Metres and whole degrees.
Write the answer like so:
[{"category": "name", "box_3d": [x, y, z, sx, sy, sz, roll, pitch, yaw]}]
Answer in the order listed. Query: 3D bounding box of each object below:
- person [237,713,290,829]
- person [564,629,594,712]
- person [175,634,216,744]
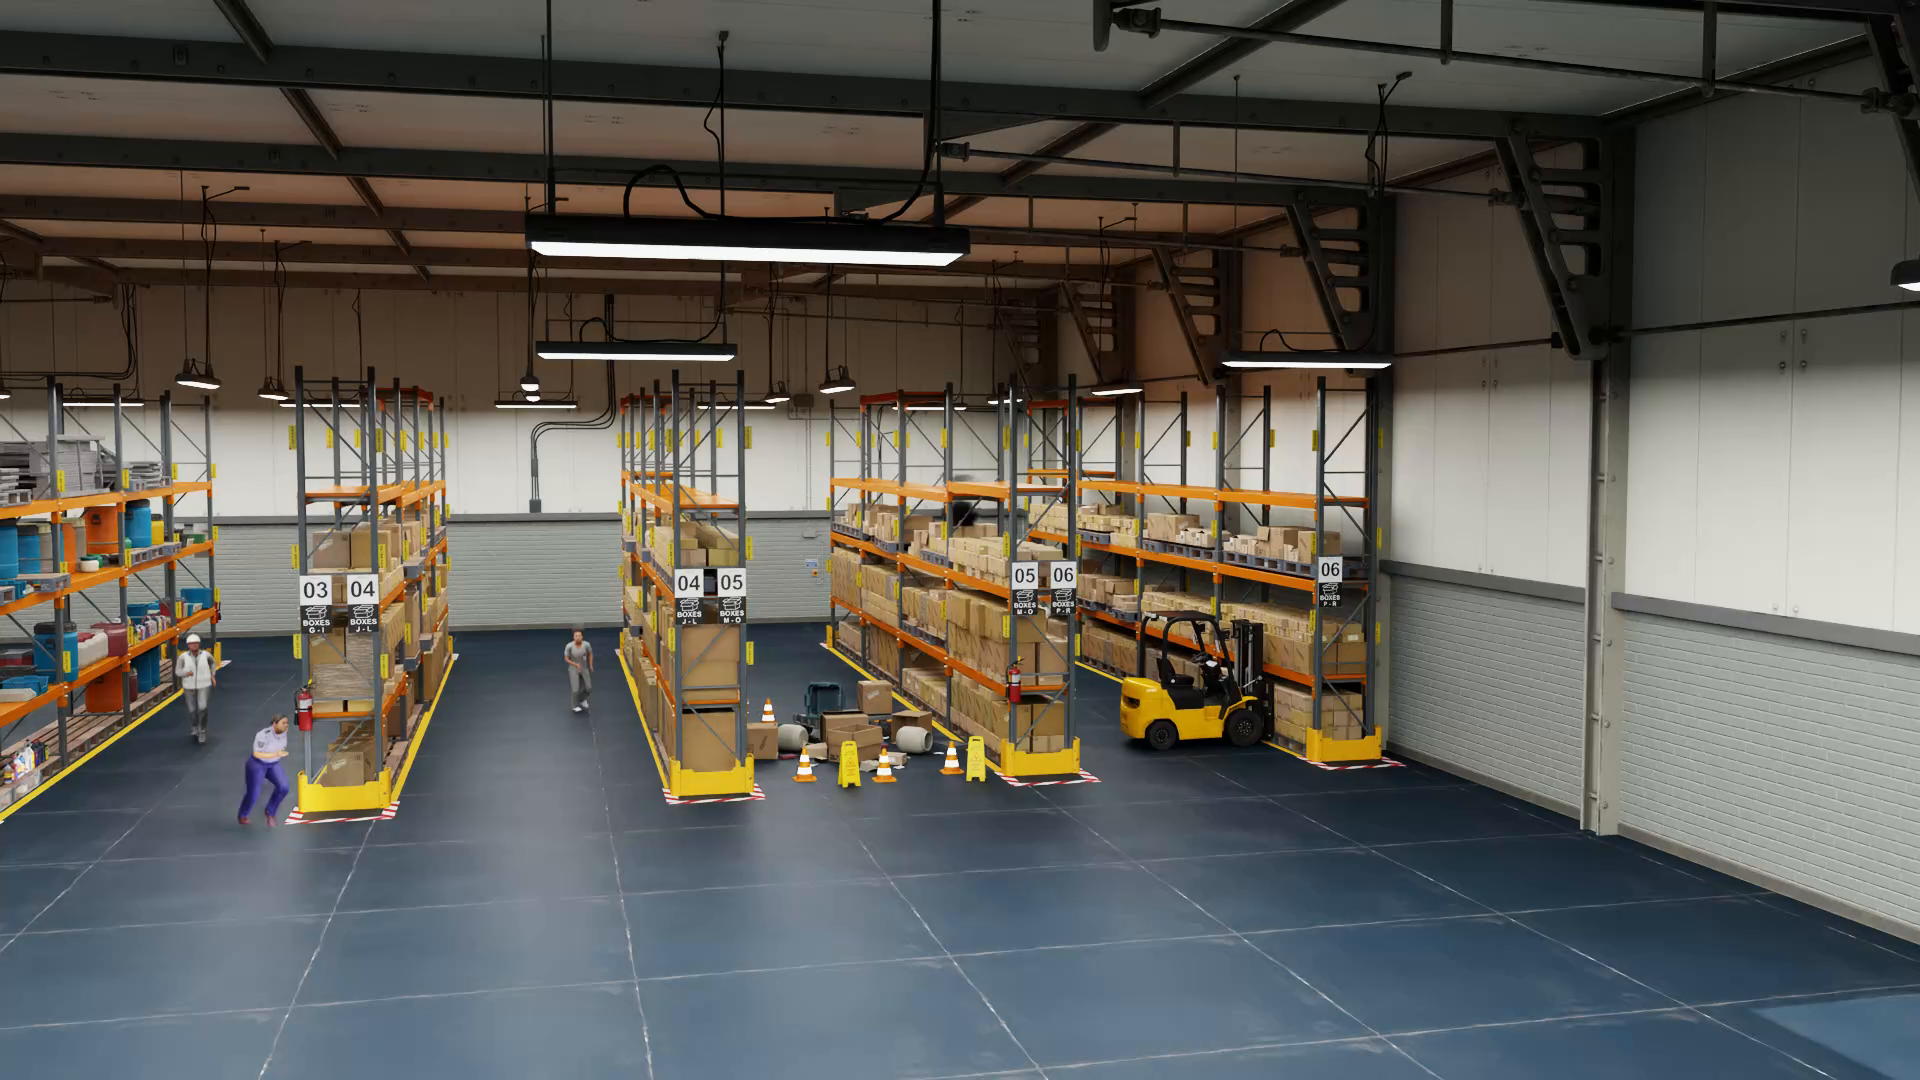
[{"category": "person", "box_3d": [-8.968, 2.983, 21.507, 0.940, 1.532, 0.642, 2, 4, 26]}, {"category": "person", "box_3d": [-7.014, 2.403, 30.602, 0.553, 1.560, 0.726, -2, 4, -25]}, {"category": "person", "box_3d": [-12.703, 2.472, 27.646, 0.598, 1.825, 0.833, -1, 4, -19]}]
